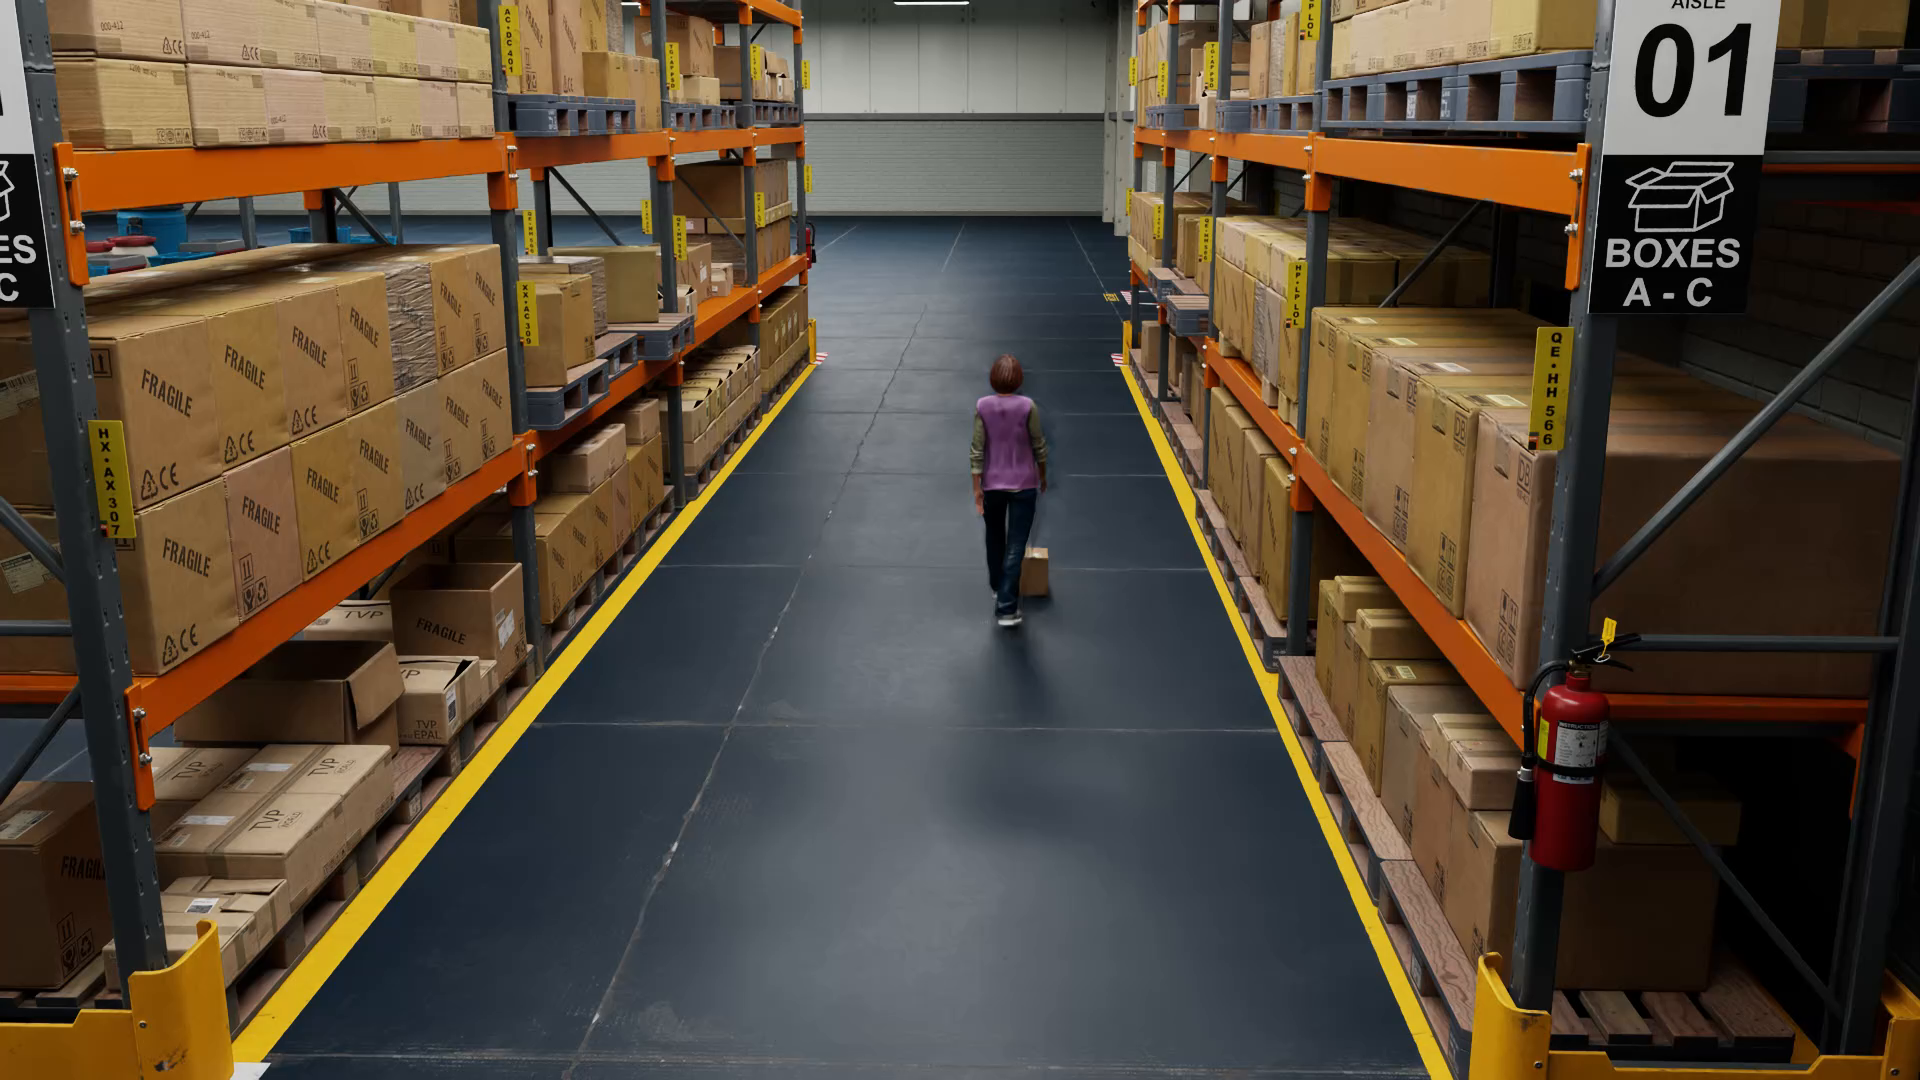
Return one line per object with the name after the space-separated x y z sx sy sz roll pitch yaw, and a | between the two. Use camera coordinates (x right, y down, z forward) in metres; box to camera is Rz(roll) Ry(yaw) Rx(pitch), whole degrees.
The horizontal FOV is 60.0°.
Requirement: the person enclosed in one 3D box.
0.310 -0.333 9.777 0.422 1.563 0.826 4 15 15 | person
